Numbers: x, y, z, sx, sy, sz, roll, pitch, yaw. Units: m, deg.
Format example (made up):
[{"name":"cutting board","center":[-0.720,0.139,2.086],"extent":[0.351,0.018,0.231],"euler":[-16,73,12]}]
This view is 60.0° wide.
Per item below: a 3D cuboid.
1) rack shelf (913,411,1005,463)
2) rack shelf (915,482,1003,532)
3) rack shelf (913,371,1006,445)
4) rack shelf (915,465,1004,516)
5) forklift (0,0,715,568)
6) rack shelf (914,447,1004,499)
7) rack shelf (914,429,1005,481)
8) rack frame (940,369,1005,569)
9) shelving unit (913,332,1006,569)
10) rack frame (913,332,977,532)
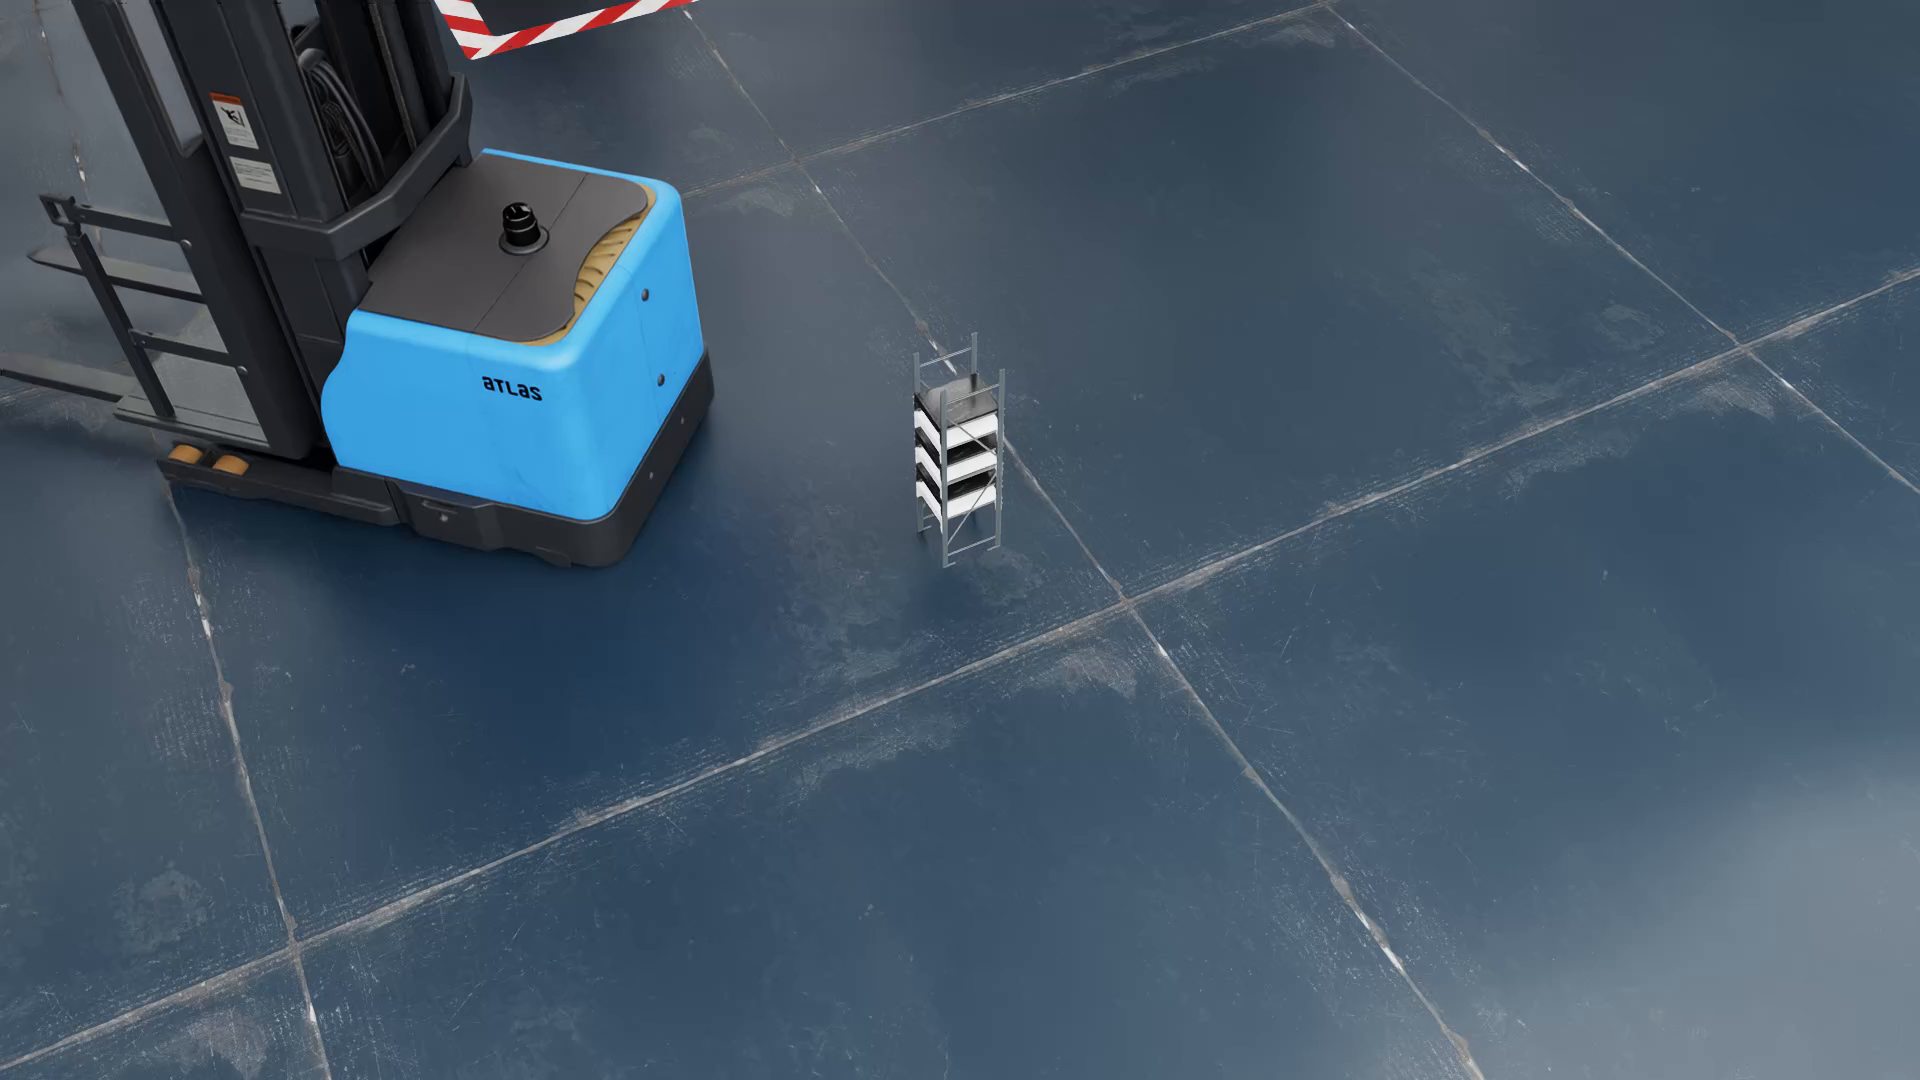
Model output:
[{"name":"rack shelf","center":[-0.004,-0.398,5.806],"extent":[0.258,0.077,0.200],"euler":[-21,52,-18]},{"name":"rack shelf","center":[-0.004,-0.161,6.077],"extent":[0.258,0.077,0.200],"euler":[-21,52,-18]},{"name":"rack shelf","center":[-0.004,-0.458,5.738],"extent":[0.258,0.077,0.200],"euler":[-21,52,-18]},{"name":"rack shelf","center":[-0.004,-0.221,6.009],"extent":[0.258,0.077,0.200],"euler":[-21,52,-18]},{"name":"forklift","center":[-2.559,-1.498,5.613],"extent":[3.031,2.935,1.130],"euler":[12,50,11]},{"name":"rack shelf","center":[-0.004,-0.280,5.941],"extent":[0.258,0.077,0.200],"euler":[-21,52,-18]},{"name":"rack shelf","center":[-0.004,-0.339,5.873],"extent":[0.258,0.077,0.200],"euler":[-21,52,-18]},{"name":"rack frame","center":[0.043,-0.234,5.857],"extent":[0.240,0.900,0.006],"euler":[-21,52,-18]},{"name":"shelving unit","center":[-0.004,-0.302,5.916],"extent":[0.258,0.900,0.210],"euler":[-21,52,-18]},{"name":"rack frame","center":[-0.050,-0.370,5.976],"extent":[0.240,0.900,0.006],"euler":[-21,52,-18]}]
